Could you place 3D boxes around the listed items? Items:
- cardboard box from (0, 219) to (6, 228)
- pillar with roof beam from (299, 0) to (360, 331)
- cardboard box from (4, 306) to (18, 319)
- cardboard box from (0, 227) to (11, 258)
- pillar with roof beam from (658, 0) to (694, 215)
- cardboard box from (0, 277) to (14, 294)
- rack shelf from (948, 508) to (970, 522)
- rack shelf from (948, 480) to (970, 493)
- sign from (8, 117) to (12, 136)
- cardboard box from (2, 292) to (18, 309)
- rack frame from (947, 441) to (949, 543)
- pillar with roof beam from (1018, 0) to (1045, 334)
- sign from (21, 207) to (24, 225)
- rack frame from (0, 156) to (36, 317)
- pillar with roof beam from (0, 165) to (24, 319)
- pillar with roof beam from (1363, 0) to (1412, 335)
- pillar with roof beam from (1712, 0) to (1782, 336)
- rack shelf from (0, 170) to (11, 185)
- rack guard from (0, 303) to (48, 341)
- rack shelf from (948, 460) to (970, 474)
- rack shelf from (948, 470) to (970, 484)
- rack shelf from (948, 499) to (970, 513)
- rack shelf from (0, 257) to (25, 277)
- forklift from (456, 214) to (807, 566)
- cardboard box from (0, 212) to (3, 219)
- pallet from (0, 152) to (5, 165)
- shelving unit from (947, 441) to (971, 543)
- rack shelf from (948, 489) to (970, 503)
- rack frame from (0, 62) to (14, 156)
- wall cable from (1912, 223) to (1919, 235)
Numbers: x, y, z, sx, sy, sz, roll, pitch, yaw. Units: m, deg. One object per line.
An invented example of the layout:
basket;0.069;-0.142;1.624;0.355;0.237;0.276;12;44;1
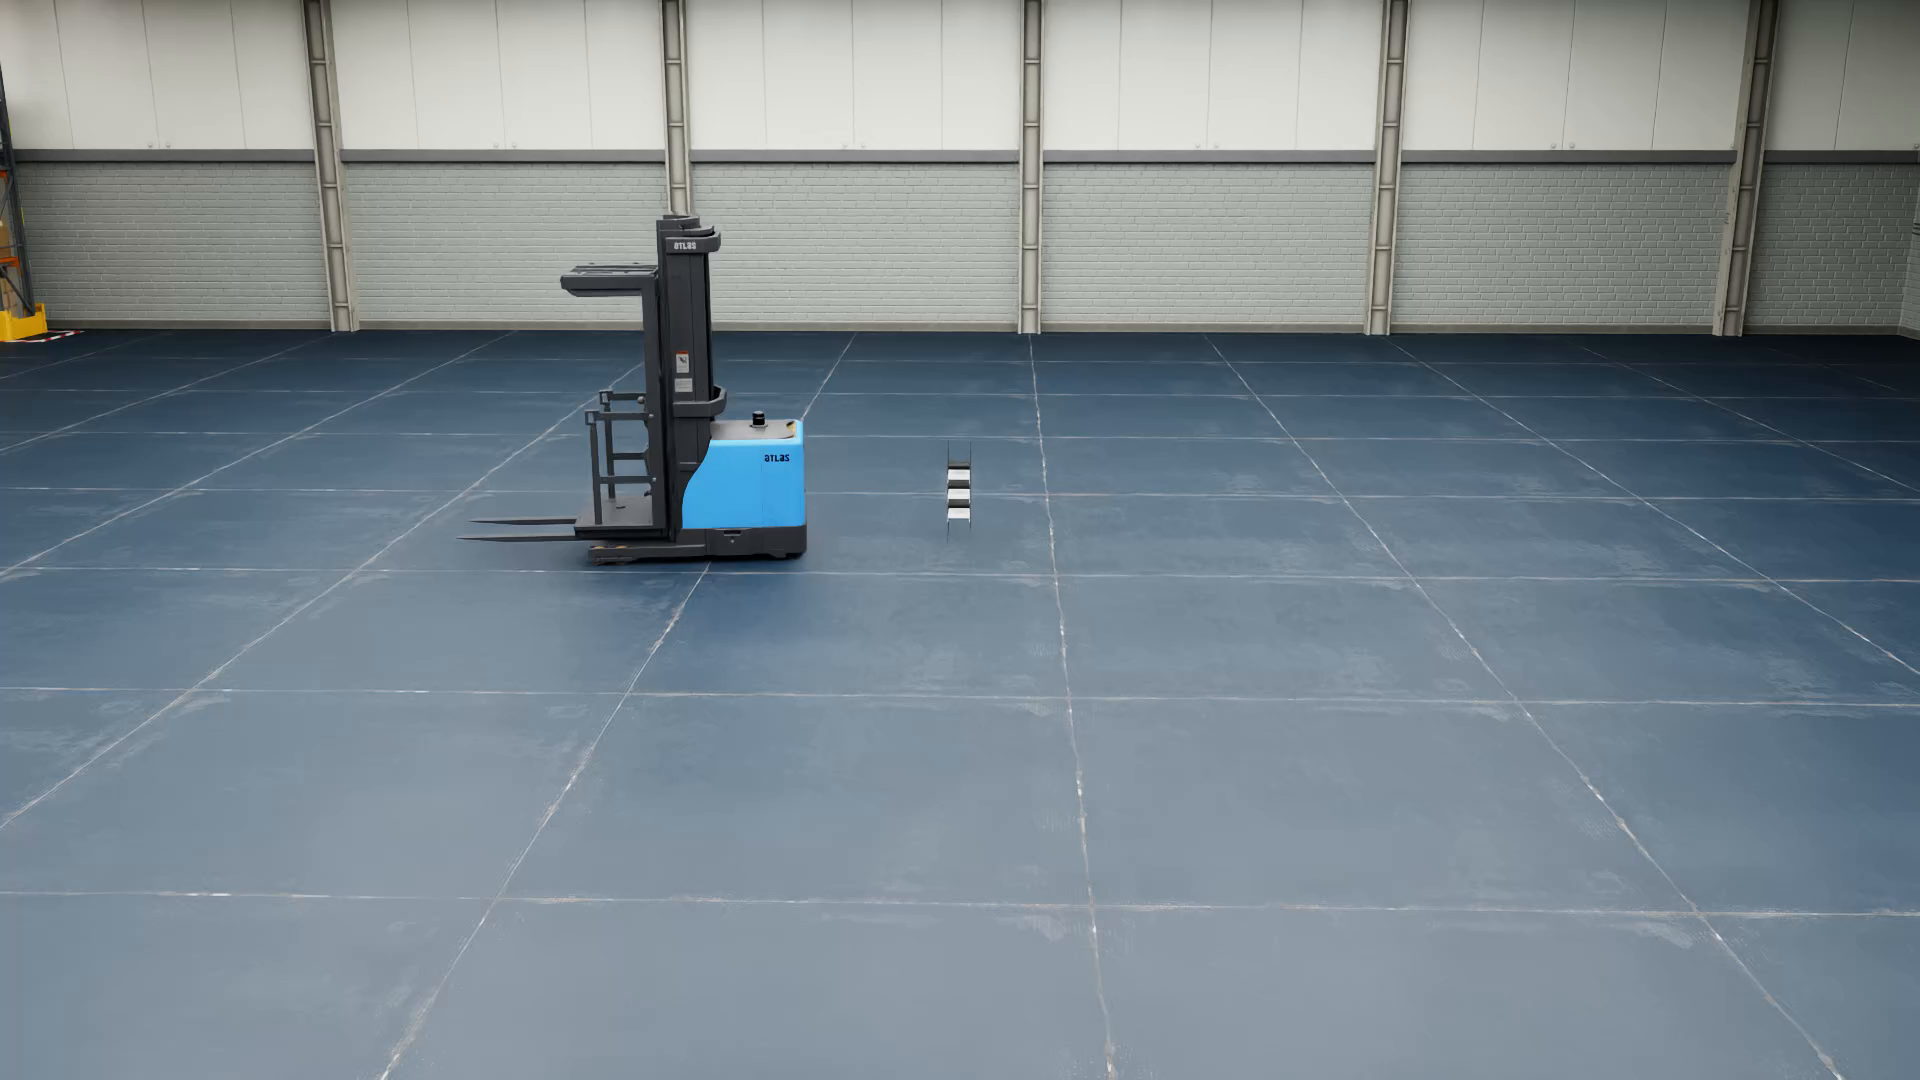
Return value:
cardboard box;-16.449;-5.371;28.261;0.250;0.149;0.380;0;15;0
pillar with roof beam;-10.902;-6.939;23.912;0.400;9.000;9.100;0;15;1
cardboard box;-16.603;-3.868;28.596;0.500;0.250;0.500;0;15;2
cardboard box;-16.605;-5.063;28.366;0.500;0.500;0.500;1;15;3
pillar with roof beam;-4.904;-6.900;23.763;0.400;9.000;9.100;0;15;1
cardboard box;-16.593;-4.349;28.462;0.500;0.250;0.500;0;15;1
rack shelf;-0.008;-0.229;15.190;0.200;0.077;0.258;0;15;1
rack shelf;-0.008;-0.490;15.121;0.200;0.077;0.258;0;15;1
sign;-16.097;-6.994;28.130;0.005;0.325;0.100;0;15;1
cardboard box;-16.582;-4.112;28.544;0.500;0.250;0.500;1;15;2
rack frame;-0.110;-0.436;15.138;0.006;0.900;0.240;0;15;1
pillar with roof beam;1.094;-6.861;23.615;0.400;9.000;9.100;0;15;1
sign;-16.097;-5.539;28.514;0.005;0.325;0.100;0;15;1
rack frame;-16.117;-4.941;28.098;0.127;3.000;1.000;0;15;1
pillar with roof beam;-16.900;-6.978;24.060;0.400;9.000;9.100;0;15;1
pillar with roof beam;7.092;-6.822;23.467;0.400;9.000;9.100;0;15;1
pillar with roof beam;13.090;-6.783;23.319;0.400;9.000;9.100;0;15;1
rack shelf;-18.116;-6.057;27.856;4.000;0.370;1.077;0;15;1
rack guard;-16.093;-3.732;28.416;0.348;0.500;1.175;0;15;1
rack shelf;-0.008;-0.664;15.075;0.200;0.077;0.258;0;15;1
rack shelf;-0.008;-0.577;15.098;0.200;0.077;0.258;0;15;1
rack shelf;-0.008;-0.316;15.167;0.200;0.077;0.258;0;15;1
rack shelf;-18.116;-4.606;28.239;4.000;0.370;1.077;0;15;1
forklift;-2.897;-1.336;14.570;3.031;2.935;1.130;-1;15;-5
cardboard box;-16.447;-5.503;28.179;0.250;0.149;0.380;0;15;0
pallet;-16.823;-6.360;27.769;1.213;0.211;1.003;0;15;1
shelving unit;-0.008;-0.435;15.135;0.210;0.900;0.258;0;15;1
rack shelf;-0.008;-0.403;15.144;0.200;0.077;0.258;0;15;1
rack frame;-16.117;-7.842;27.333;0.127;3.000;1.000;0;15;1
wall cable;16.111;-6.023;26.525;0.112;2.526;3.097;0;15;1
